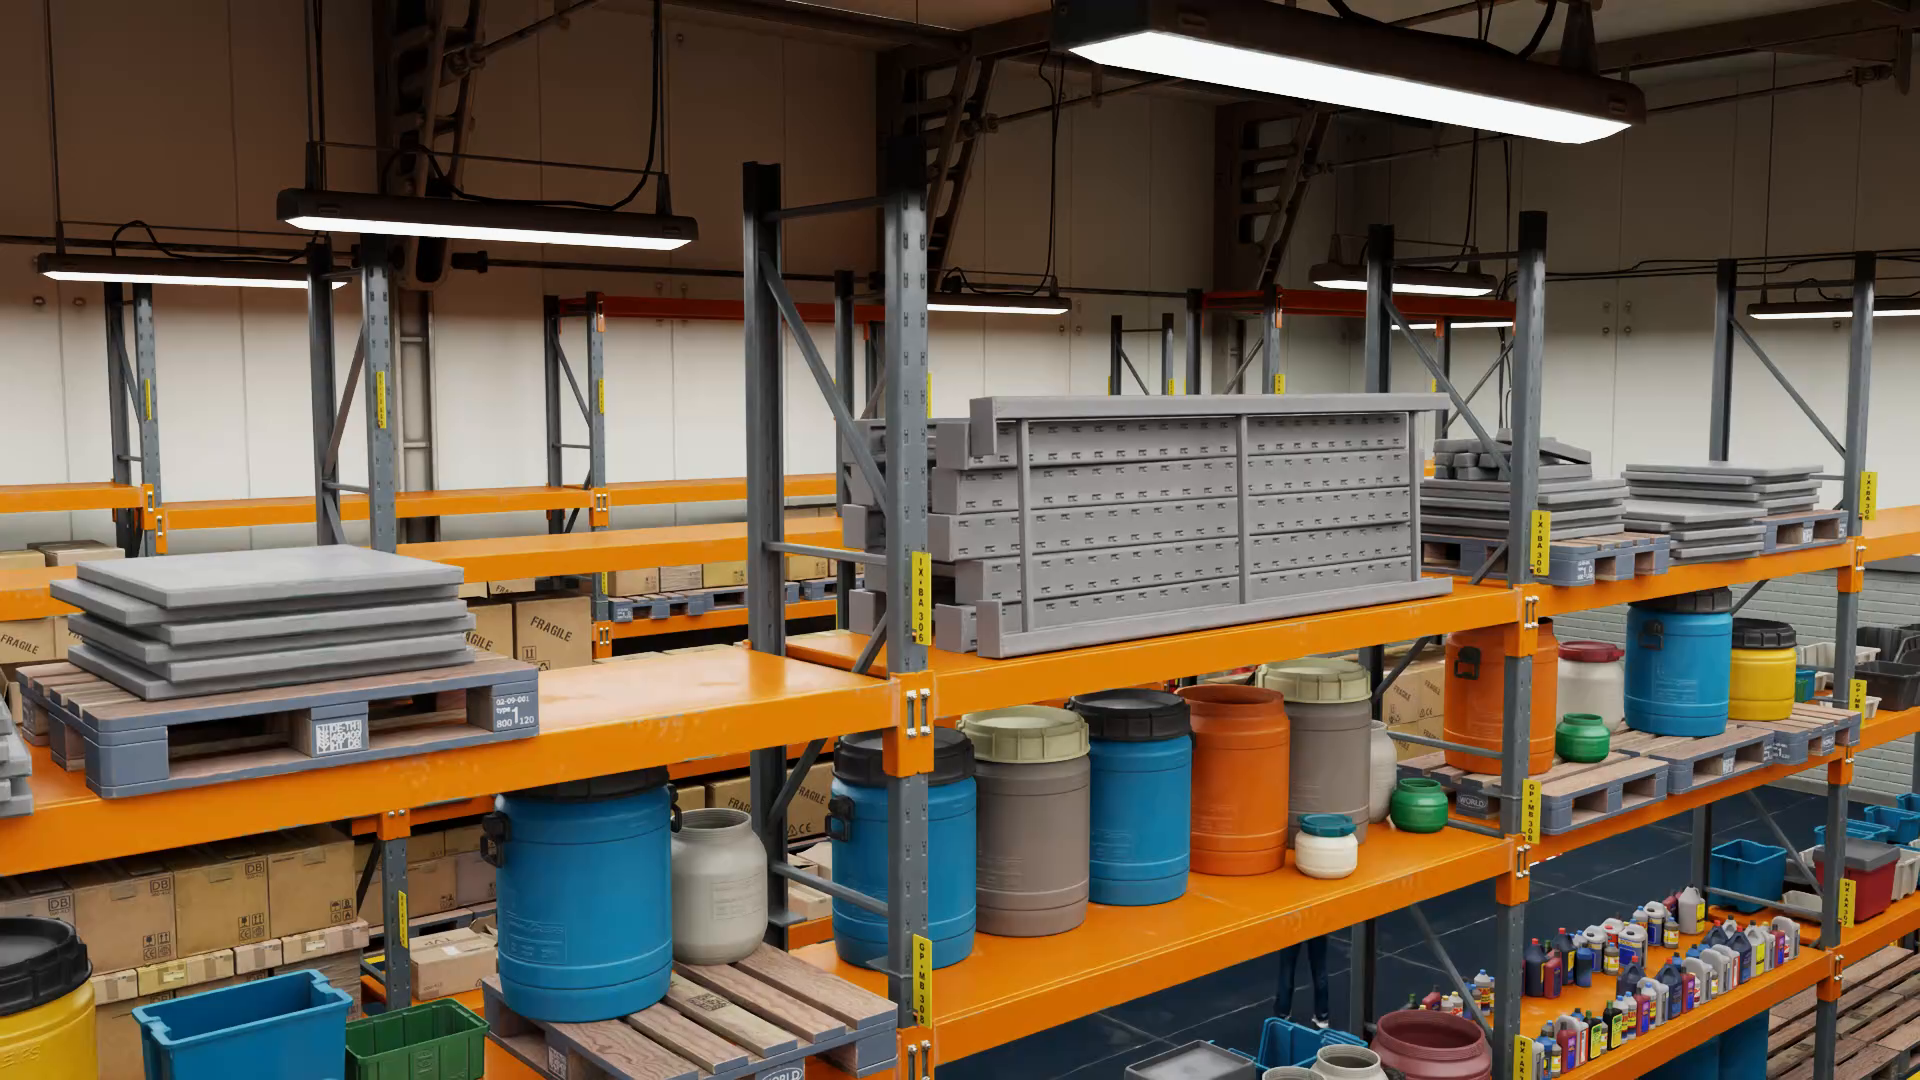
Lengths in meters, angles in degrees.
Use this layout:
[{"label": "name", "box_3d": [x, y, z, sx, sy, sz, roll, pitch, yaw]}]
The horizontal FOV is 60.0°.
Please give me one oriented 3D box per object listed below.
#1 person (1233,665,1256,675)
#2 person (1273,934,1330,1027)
[{"label": "person", "box_3d": [3.750, 2.259, 21.646, 0.701, 1.644, 0.987, -2, 6, -17]}, {"label": "person", "box_3d": [2.724, 3.102, 13.241, 0.485, 1.592, 0.429, -1, 6, -15]}]
